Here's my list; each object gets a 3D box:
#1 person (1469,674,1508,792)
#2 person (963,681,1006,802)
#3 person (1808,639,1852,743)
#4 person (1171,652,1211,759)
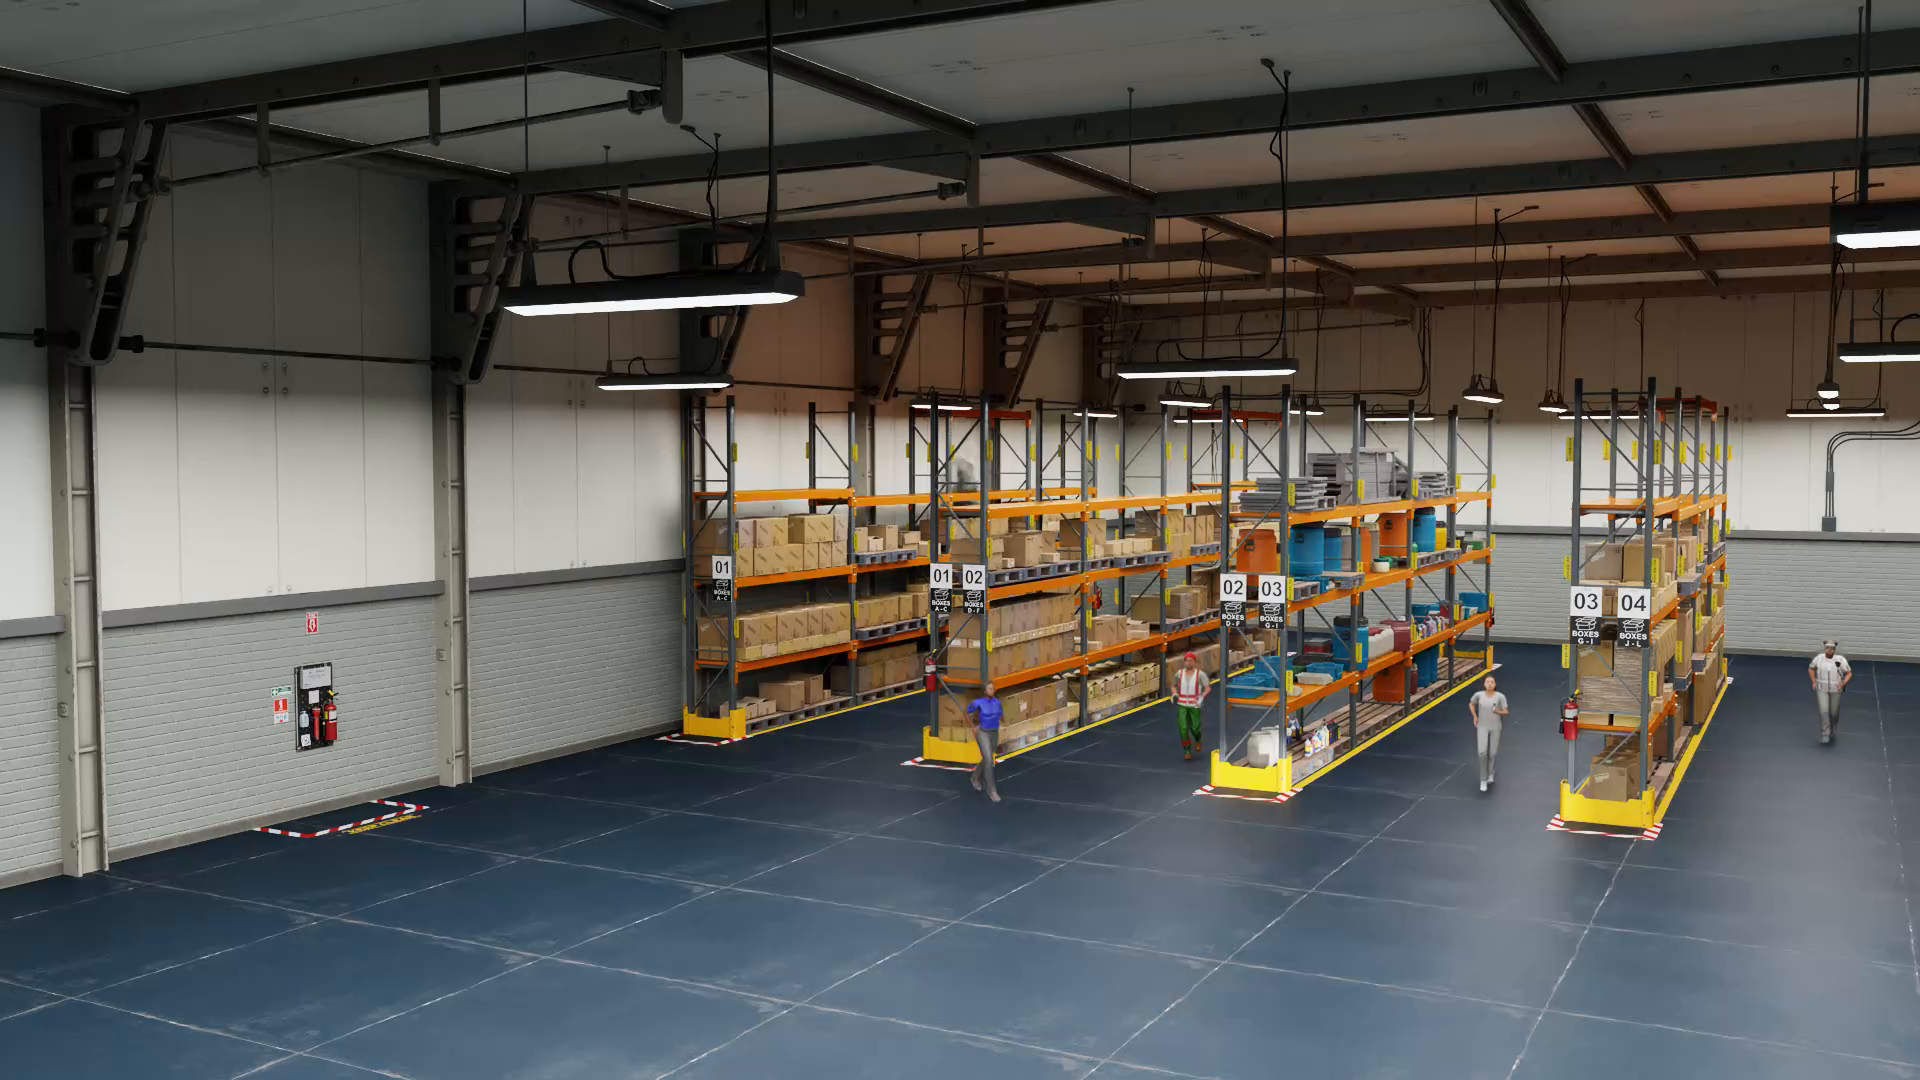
[{"bbox_3d":[7.883,2.860,24.789,0.546,1.723,0.692,1,3,15],"label":"person"},{"bbox_3d":[0.392,2.901,24.166,0.567,1.708,0.841,-2,4,-36],"label":"person"},{"bbox_3d":[15.153,2.609,28.977,0.675,1.784,0.868,2,3,27],"label":"person"},{"bbox_3d":[3.752,2.702,27.162,0.653,1.736,0.621,1,3,20],"label":"person"}]
